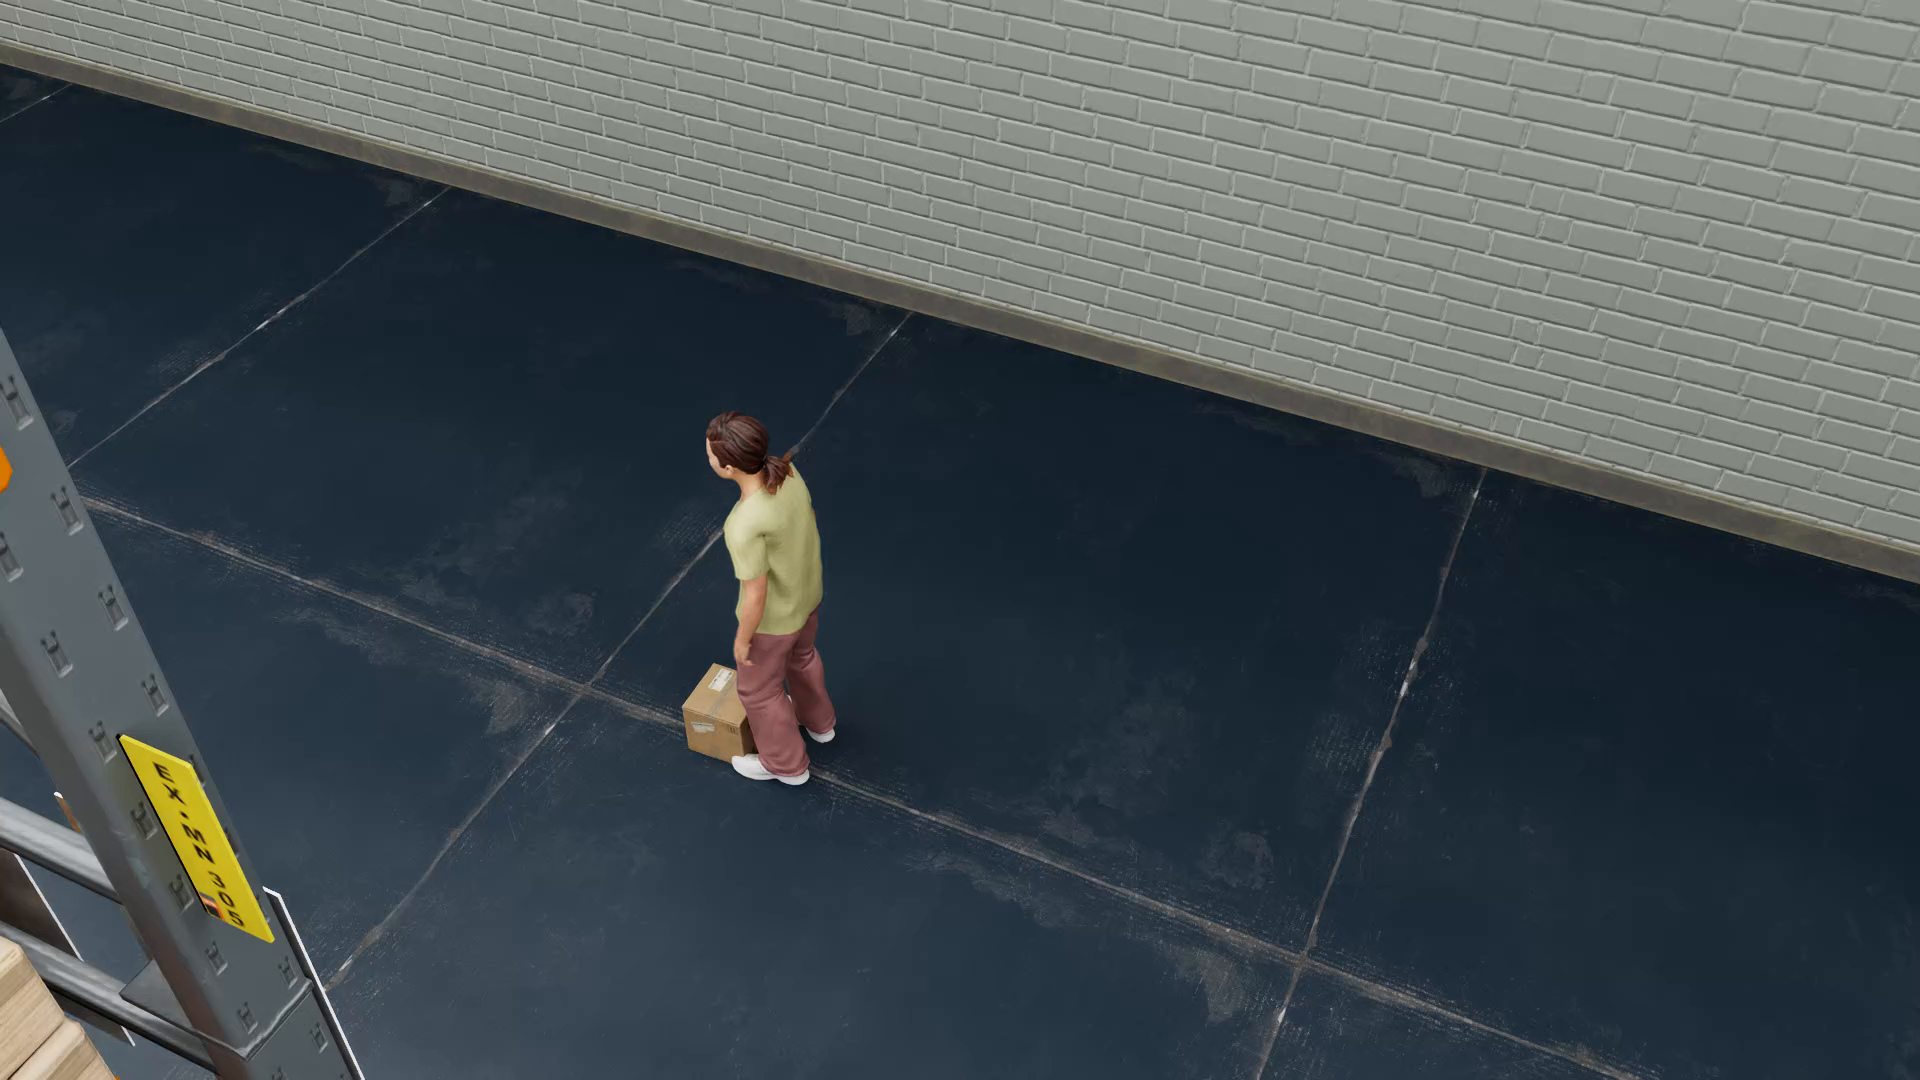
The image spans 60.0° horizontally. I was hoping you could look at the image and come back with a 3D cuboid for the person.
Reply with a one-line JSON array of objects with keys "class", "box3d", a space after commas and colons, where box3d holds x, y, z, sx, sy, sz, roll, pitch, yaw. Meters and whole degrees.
[{"class": "person", "box3d": [-0.677, 0.228, 5.924, 0.344, 1.652, 0.521, 15, 44, 16]}]
